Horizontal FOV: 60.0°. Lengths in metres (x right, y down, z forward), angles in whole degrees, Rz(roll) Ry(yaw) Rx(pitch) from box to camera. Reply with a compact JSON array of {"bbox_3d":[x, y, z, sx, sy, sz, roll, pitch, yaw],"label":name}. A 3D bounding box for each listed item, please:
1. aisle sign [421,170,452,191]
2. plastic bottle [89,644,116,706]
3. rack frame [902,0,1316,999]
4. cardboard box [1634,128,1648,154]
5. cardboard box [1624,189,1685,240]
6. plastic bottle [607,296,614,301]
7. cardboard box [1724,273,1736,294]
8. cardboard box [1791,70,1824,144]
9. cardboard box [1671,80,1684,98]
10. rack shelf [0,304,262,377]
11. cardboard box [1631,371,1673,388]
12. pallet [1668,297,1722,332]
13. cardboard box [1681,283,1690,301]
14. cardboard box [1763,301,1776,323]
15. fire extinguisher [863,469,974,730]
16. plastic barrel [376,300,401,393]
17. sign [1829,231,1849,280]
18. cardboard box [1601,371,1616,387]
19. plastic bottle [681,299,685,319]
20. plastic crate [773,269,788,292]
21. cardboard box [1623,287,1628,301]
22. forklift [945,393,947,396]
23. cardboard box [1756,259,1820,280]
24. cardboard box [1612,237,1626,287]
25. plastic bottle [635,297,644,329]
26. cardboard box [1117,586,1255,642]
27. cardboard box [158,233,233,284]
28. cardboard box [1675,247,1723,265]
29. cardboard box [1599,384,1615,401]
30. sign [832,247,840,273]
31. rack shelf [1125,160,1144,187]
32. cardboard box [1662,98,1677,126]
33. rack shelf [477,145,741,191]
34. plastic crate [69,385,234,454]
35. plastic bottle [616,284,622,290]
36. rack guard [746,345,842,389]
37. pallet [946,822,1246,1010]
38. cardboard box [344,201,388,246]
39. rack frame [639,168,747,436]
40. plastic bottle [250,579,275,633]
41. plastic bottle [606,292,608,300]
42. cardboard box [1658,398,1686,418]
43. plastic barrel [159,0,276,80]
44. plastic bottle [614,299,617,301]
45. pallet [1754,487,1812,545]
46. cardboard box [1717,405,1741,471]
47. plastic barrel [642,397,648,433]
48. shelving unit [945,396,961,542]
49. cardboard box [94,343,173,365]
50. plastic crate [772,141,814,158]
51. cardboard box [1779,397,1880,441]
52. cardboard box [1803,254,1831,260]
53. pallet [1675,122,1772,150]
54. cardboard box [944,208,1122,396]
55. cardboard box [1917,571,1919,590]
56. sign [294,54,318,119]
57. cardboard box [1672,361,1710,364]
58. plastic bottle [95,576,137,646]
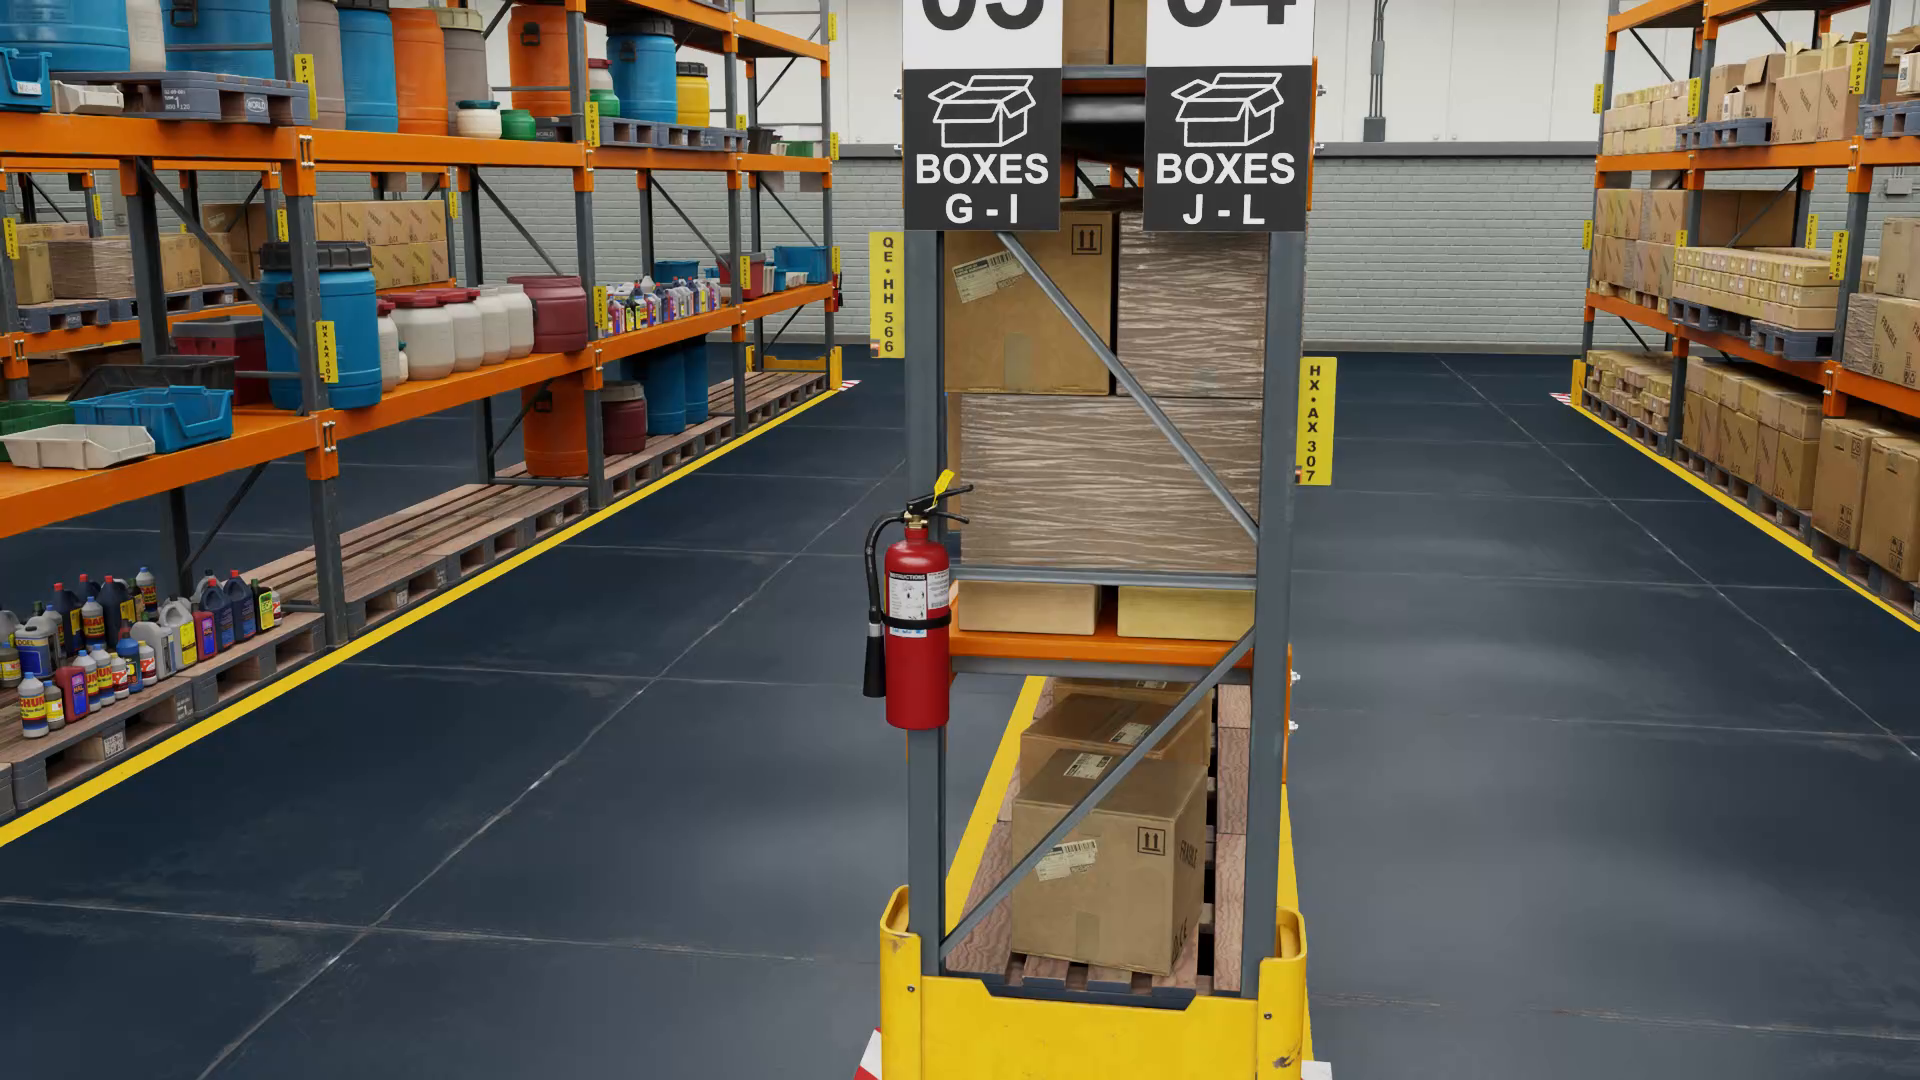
[{"bbox_3d":[-6.654,-4.823,21.080,0.394,0.787,0.004,2,12,9],"label":"aisle sign"},{"bbox_3d":[-3.879,0.604,7.504,0.097,0.271,0.097,0,12,0],"label":"plastic bottle"},{"bbox_3d":[0.360,0.105,4.386,1.000,3.000,0.127,2,12,9],"label":"rack frame"},{"bbox_3d":[7.143,-4.028,16.798,0.500,0.250,0.500,2,12,8],"label":"cardboard box"},{"bbox_3d":[7.127,-3.323,16.977,0.500,0.500,0.500,1,12,7],"label":"cardboard box"},{"bbox_3d":[-3.188,-2.131,15.234,0.097,0.201,0.097,0,12,0],"label":"plastic bottle"},{"bbox_3d":[6.338,-2.046,13.263,0.380,0.149,0.250,2,12,8],"label":"cardboard box"},{"bbox_3d":[6.377,-3.125,12.019,0.500,0.500,0.500,2,12,9],"label":"cardboard box"},{"bbox_3d":[6.896,-4.225,15.582,0.380,0.149,0.250,2,12,9],"label":"cardboard box"},{"bbox_3d":[-7.890,-1.947,15.614,1.077,0.370,4.000,2,12,9],"label":"rack shelf"},{"bbox_3d":[6.987,-1.614,16.719,0.380,0.149,0.250,1,12,6],"label":"cardboard box"},{"bbox_3d":[6.830,-1.963,14.438,1.003,0.211,1.213,2,12,9],"label":"pallet"},{"bbox_3d":[6.539,-2.169,14.536,0.380,0.149,0.250,2,12,10],"label":"cardboard box"},{"bbox_3d":[6.177,-1.684,12.286,0.380,0.149,0.250,2,12,10],"label":"cardboard box"},{"bbox_3d":[-0.113,0.152,4.353,0.296,0.674,0.183,2,12,9],"label":"fire extinguisher"},{"bbox_3d":[-3.555,-1.147,9.872,0.433,0.535,0.433,0,12,0],"label":"plastic barrel"},{"bbox_3d":[5.938,-1.922,11.229,0.100,0.325,0.005,2,12,9],"label":"sign"},{"bbox_3d":[7.177,-1.741,18.018,0.380,0.149,0.250,2,12,10],"label":"cardboard box"},{"bbox_3d":[-2.575,-2.130,15.228,0.097,0.201,0.097,0,12,0],"label":"plastic bottle"},{"bbox_3d":[-2.136,-2.898,18.575,0.416,0.233,0.300,2,12,9],"label":"plastic crate"},{"bbox_3d":[7.204,-2.591,17.493,0.380,0.149,0.250,2,12,8],"label":"cardboard box"},{"bbox_3d":[0.435,-2.075,14.666,1.130,2.935,3.031,2,12,9],"label":"forklift"},{"bbox_3d":[6.217,-2.031,12.486,0.380,0.149,0.250,2,12,10],"label":"cardboard box"},{"bbox_3d":[7.219,-2.940,17.572,0.500,0.500,0.500,2,12,9],"label":"cardboard box"},{"bbox_3d":[-2.746,-1.933,14.148,0.097,0.271,0.097,0,12,0],"label":"plastic bottle"},{"bbox_3d":[0.640,0.176,4.652,0.380,0.149,0.250,2,12,9],"label":"cardboard box"},{"bbox_3d":[-7.876,-2.878,16.992,0.700,0.500,0.500,-2,12,-10],"label":"cardboard box"},{"bbox_3d":[6.576,-2.517,14.742,0.380,0.149,0.250,3,12,12],"label":"cardboard box"},{"bbox_3d":[7.171,-1.598,18.059,0.380,0.149,0.250,2,12,9],"label":"cardboard box"},{"bbox_3d":[-1.527,-3.452,20.502,0.100,0.325,0.005,2,12,9],"label":"sign"},{"bbox_3d":[1.898,-3.091,13.805,1.077,0.370,4.000,2,12,9],"label":"rack shelf"},{"bbox_3d":[7.002,-4.061,15.766,0.500,0.250,0.500,1,12,6],"label":"cardboard box"},{"bbox_3d":[-2.996,-3.252,14.550,1.077,0.370,4.000,2,12,9],"label":"rack shelf"},{"bbox_3d":[-3.821,-0.576,7.901,0.499,0.251,0.616,2,12,9],"label":"plastic crate"},{"bbox_3d":[-3.237,-2.307,15.884,0.097,0.271,0.097,0,12,0],"label":"plastic bottle"},{"bbox_3d":[-2.082,-2.170,20.874,1.175,0.500,0.348,2,12,9],"label":"rack guard"},{"bbox_3d":[0.532,1.284,5.533,1.003,0.211,1.213,2,12,9],"label":"pallet"},{"bbox_3d":[-6.995,-3.663,19.261,0.500,0.500,0.500,2,12,10],"label":"cardboard box"},{"bbox_3d":[-2.688,-2.554,16.722,1.000,3.000,0.127,2,12,9],"label":"rack frame"},{"bbox_3d":[-3.667,0.335,8.720,0.061,0.283,0.133,3,12,11],"label":"plastic bottle"},{"bbox_3d":[-3.314,-2.168,15.227,0.152,0.276,0.135,2,12,9],"label":"plastic bottle"},{"bbox_3d":[6.825,-1.244,15.711,0.380,0.149,0.250,2,12,10],"label":"cardboard box"},{"bbox_3d":[-4.055,-2.712,9.150,0.600,0.901,0.708,2,12,9],"label":"plastic barrel"},{"bbox_3d":[-2.862,-1.859,13.805,0.097,0.271,0.097,0,12,0],"label":"plastic bottle"},{"bbox_3d":[6.598,-0.178,12.319,1.003,0.211,1.213,2,12,9],"label":"pallet"},{"bbox_3d":[6.568,-0.830,13.660,0.500,0.500,0.500,2,12,10],"label":"cardboard box"},{"bbox_3d":[-3.073,-1.168,15.201,0.421,0.512,0.421,0,12,0],"label":"plastic barrel"},{"bbox_3d":[0.008,-0.524,11.934,0.215,1.050,0.252,2,12,9],"label":"shelving unit"},{"bbox_3d":[-8.051,-1.774,16.212,0.500,0.250,0.500,2,12,9],"label":"cardboard box"},{"bbox_3d":[-1.943,-4.534,19.296,0.450,0.188,0.336,2,12,9],"label":"plastic crate"},{"bbox_3d":[6.322,-0.879,12.111,0.500,0.250,0.500,2,12,7],"label":"cardboard box"},{"bbox_3d":[7.021,-2.223,13.378,0.380,0.149,0.250,1,12,6],"label":"cardboard box"},{"bbox_3d":[6.891,-3.461,14.258,1.213,0.211,1.003,2,12,9],"label":"pallet"},{"bbox_3d":[0.201,-0.701,4.808,0.500,0.500,0.500,2,12,9],"label":"cardboard box"},{"bbox_3d":[6.019,0.016,9.144,1.050,0.750,0.750,2,12,9],"label":"cardboard box"},{"bbox_3d":[-3.377,-2.339,8.584,0.100,0.325,0.005,2,12,9],"label":"sign"},{"bbox_3d":[7.777,-1.810,17.630,0.380,0.149,0.250,2,12,11],"label":"cardboard box"},{"bbox_3d":[-4.310,0.351,8.488,0.144,0.351,0.185,2,12,9],"label":"plastic bottle"}]
